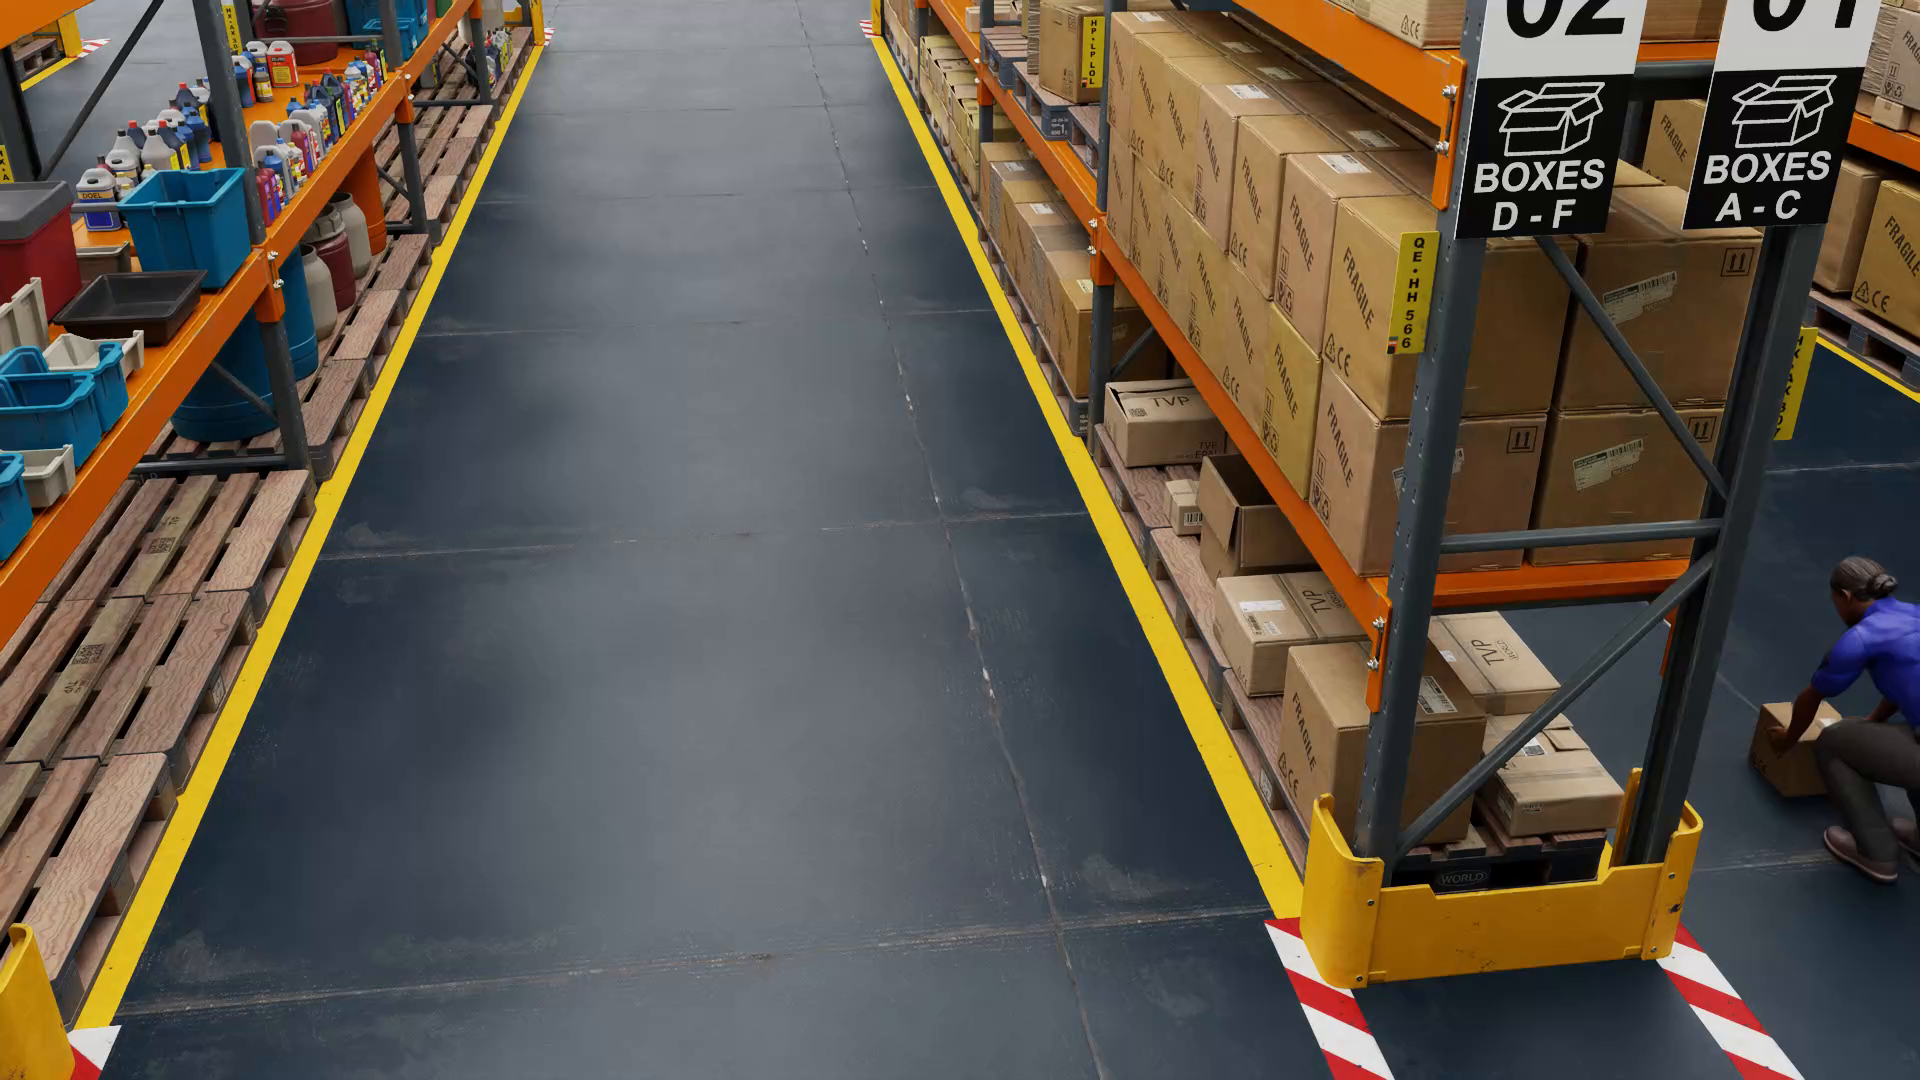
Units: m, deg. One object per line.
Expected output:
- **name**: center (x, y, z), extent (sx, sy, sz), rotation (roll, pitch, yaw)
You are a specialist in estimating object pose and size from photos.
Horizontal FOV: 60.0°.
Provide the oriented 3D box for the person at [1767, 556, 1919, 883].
- **person**: center (3.192, 0.628, 5.657), extent (0.486, 0.977, 0.783), rotation (-6, 28, -11)
